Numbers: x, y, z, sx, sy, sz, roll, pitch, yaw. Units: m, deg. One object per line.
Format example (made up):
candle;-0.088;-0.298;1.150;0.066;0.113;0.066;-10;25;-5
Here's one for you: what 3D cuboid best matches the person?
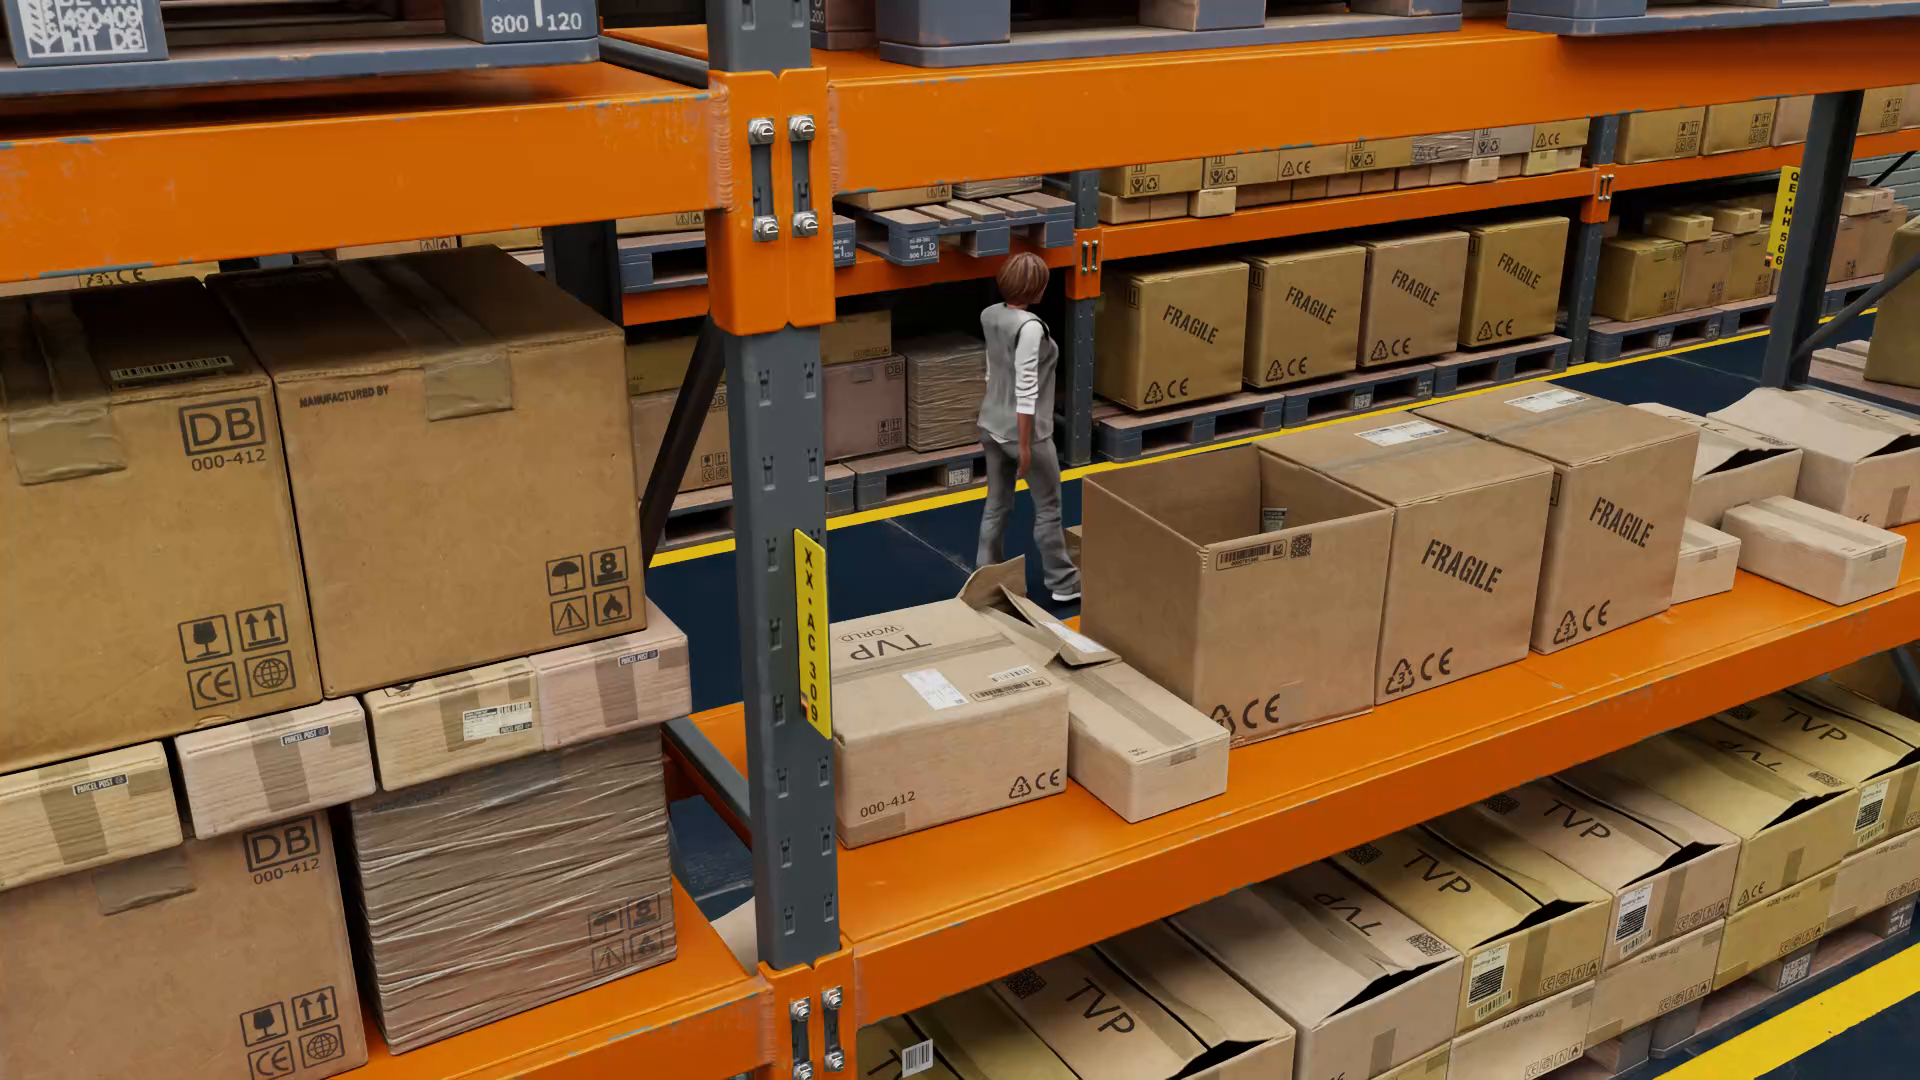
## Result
person;0.323;-0.486;7.280;0.586;1.592;0.425;-15;26;-32
